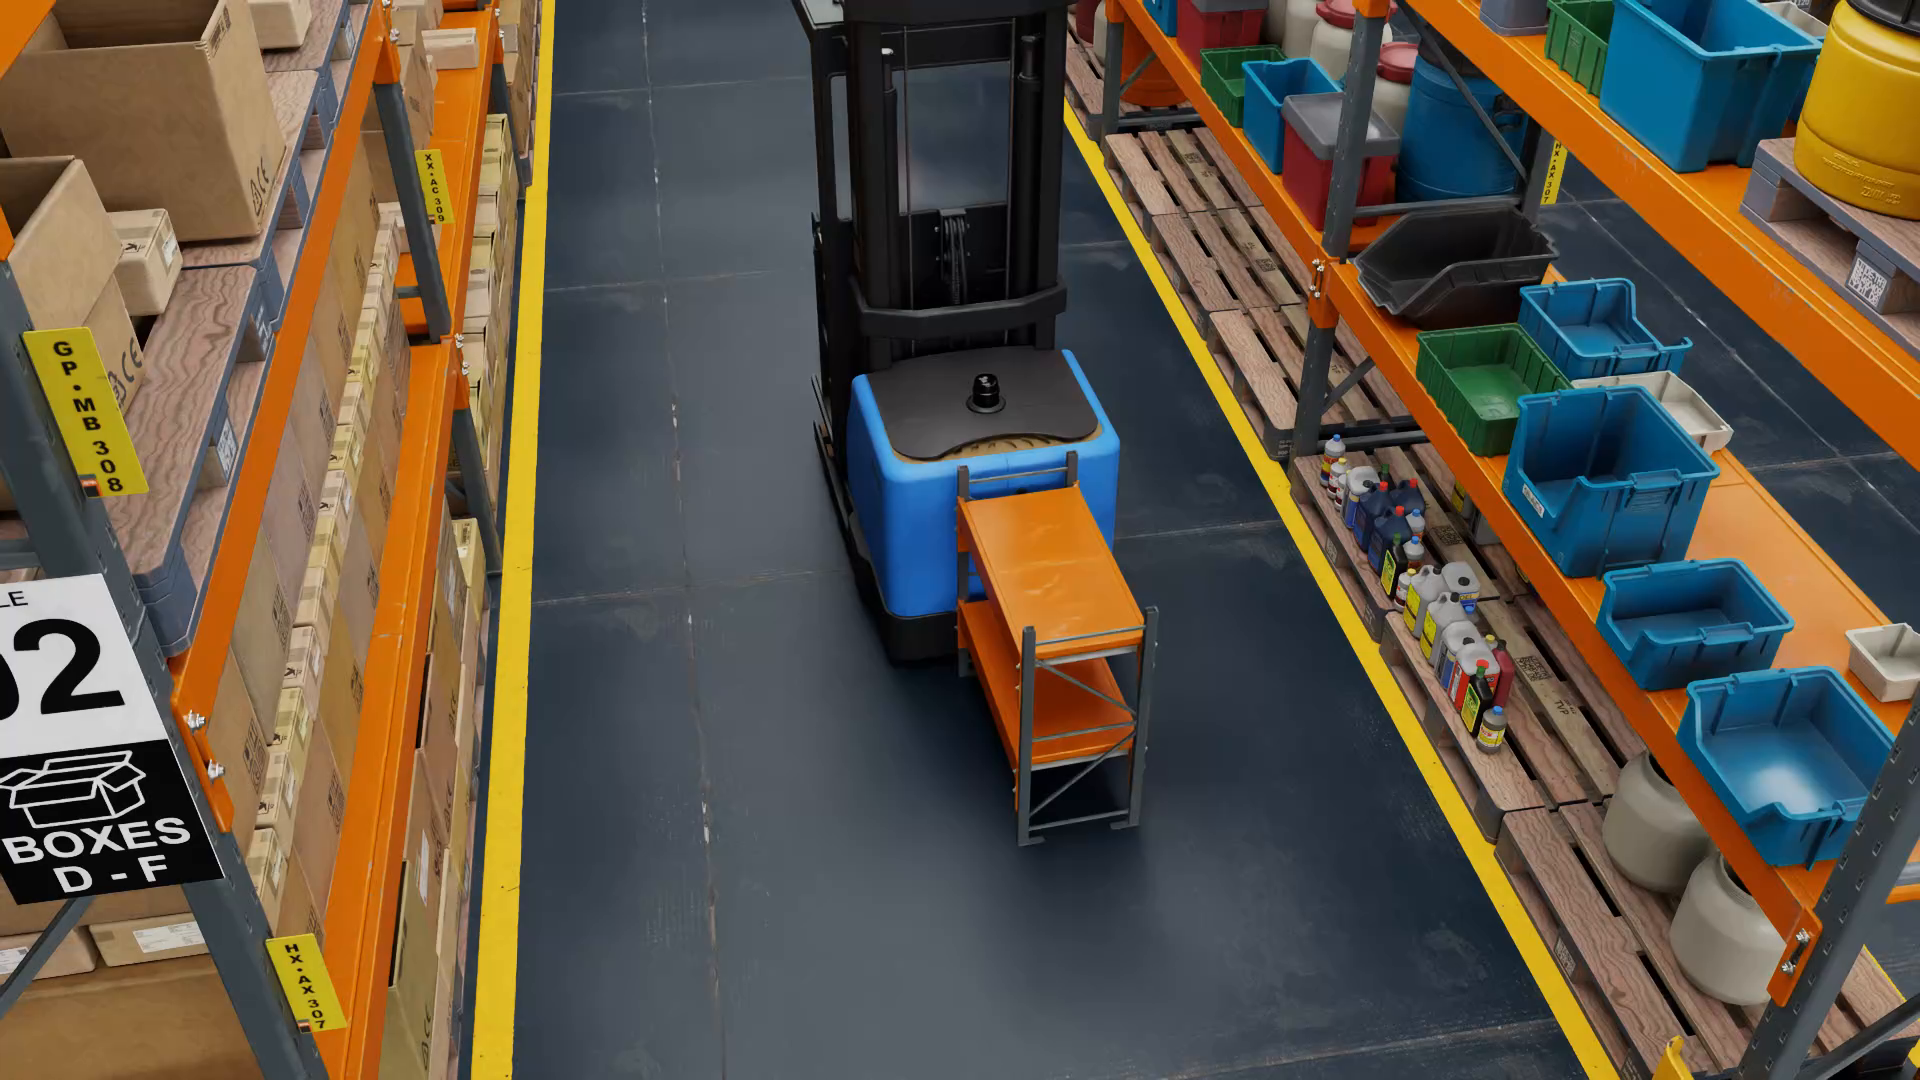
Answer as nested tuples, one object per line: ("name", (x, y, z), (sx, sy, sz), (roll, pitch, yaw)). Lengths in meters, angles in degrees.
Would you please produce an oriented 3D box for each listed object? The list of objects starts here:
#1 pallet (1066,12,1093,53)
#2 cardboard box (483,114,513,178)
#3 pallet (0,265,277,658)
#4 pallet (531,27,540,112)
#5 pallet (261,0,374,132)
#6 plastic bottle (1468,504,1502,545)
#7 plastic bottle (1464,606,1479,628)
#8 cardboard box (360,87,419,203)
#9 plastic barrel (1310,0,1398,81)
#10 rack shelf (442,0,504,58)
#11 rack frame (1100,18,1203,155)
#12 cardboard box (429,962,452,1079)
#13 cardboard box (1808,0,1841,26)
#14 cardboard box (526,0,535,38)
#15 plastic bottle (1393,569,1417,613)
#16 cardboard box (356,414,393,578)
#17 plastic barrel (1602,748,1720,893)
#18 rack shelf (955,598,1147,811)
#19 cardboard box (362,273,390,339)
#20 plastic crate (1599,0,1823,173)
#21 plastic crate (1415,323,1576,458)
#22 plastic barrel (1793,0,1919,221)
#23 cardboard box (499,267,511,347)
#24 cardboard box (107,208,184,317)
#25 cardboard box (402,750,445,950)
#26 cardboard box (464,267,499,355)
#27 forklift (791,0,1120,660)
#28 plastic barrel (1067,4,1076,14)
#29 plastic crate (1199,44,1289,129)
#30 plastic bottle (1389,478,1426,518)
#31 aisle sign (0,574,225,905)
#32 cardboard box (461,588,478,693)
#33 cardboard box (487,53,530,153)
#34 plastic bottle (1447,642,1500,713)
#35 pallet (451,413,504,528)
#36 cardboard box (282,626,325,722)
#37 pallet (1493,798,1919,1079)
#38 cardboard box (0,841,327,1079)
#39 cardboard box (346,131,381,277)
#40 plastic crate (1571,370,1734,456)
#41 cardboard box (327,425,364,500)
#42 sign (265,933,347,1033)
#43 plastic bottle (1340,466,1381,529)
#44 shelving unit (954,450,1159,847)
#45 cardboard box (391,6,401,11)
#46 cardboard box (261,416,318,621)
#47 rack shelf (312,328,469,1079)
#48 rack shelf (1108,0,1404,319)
("pallet", (1.097, -4.057, 13.201), (1.003, 0.211, 1.213), (-6, 38, -8))
("cardboard box", (-3.057, -2.433, 10.278), (0.500, 0.311, 0.500), (-5, 38, -7))
("pallet", (-2.087, -0.169, 3.549), (1.003, 0.211, 1.213), (-6, 38, -8))
("pallet", (-3.695, -3.510, 12.496), (1.003, 0.211, 1.213), (-6, 38, -8))
("pallet", (-2.515, -1.642, 5.446), (1.003, 0.211, 1.213), (-6, 38, -8))
("plastic bottle", (2.477, -0.129, 7.732), (0.152, 0.276, 0.135), (-6, 38, -8))
("plastic bottle", (2.172, 0.372, 7.149), (0.097, 0.201, 0.097), (0, 38, 0))
("cardboard box", (-2.900, -1.828, 7.977), (0.500, 0.500, 0.500), (-4, 38, -5))
("plastic barrel", (2.107, -2.634, 8.984), (0.433, 0.535, 0.433), (0, 38, 0))
("rack shelf", (-3.741, -4.345, 11.884), (1.077, 0.370, 4.000), (-6, 38, -8))
("rack frame", (1.486, -3.952, 10.791), (1.000, 3.000, 0.127), (-6, 38, -8))
("cardboard box", (-1.955, 1.682, 5.439), (0.500, 0.250, 0.500), (-6, 38, -8))
("cardboard box", (6.262, -4.230, 12.539), (1.225, 0.875, 0.875), (-8, 39, -10))
("cardboard box", (-3.558, -4.154, 12.731), (0.500, 0.500, 0.500), (-6, 38, -7))
("plastic bottle", (1.980, 0.215, 7.350), (0.097, 0.201, 0.097), (0, 38, 0))
("cardboard box", (-2.423, -0.156, 5.824), (0.700, 0.500, 0.500), (-6, 38, -7))
("plastic barrel", (2.611, 1.005, 6.097), (0.421, 0.512, 0.421), (0, 38, 0))
("rack shelf", (0.352, 0.617, 6.838), (0.538, 0.278, 1.000), (-8, 39, -10))
("cardboard box", (-2.341, -0.852, 6.191), (0.380, 0.149, 0.250), (-7, 38, -9))
("plastic crate", (2.258, -1.417, 5.097), (0.392, 0.384, 0.575), (-6, 38, -8))
("plastic crate", (2.148, -0.602, 6.652), (0.450, 0.188, 0.662), (-6, 38, -8))
("plastic barrel", (2.564, -1.219, 4.334), (0.600, 0.588, 0.600), (0, 38, 0))
("cardboard box", (-2.786, -1.284, 9.257), (0.500, 0.250, 0.500), (-6, 38, -7))
("cardboard box", (-2.021, -0.625, 3.813), (0.380, 0.149, 0.250), (-6, 38, -8))
("cardboard box", (-2.053, 1.085, 5.597), (0.500, 0.500, 0.500), (-6, 38, -8))
("cardboard box", (-2.691, -1.198, 8.689), (0.500, 0.311, 0.500), (-7, 38, -9))
("forklift", (-0.143, -1.534, 7.735), (1.130, 2.935, 3.031), (-8, 39, -10))
("plastic barrel", (0.999, -4.442, 13.108), (0.421, 0.512, 0.421), (0, 38, 0))
("plastic crate", (1.605, -2.473, 9.061), (0.450, 0.188, 0.662), (-6, 38, -8))
("plastic bottle", (2.063, -0.147, 7.694), (0.144, 0.351, 0.185), (-6, 38, -8))
("aisle sign", (-1.675, 0.391, 3.083), (0.394, 0.787, 0.004), (-6, 38, -8))
("cardboard box", (-2.315, 0.475, 6.993), (0.500, 0.250, 0.500), (-6, 38, -8))
("cardboard box", (-3.189, -2.913, 11.134), (0.500, 0.500, 0.500), (-5, 38, -6))
("plastic bottle", (2.118, 0.565, 6.839), (0.152, 0.276, 0.135), (-6, 38, -8))
("pallet", (-2.857, -0.345, 8.422), (1.003, 0.211, 1.213), (-6, 38, -8))
("cardboard box", (-1.978, 0.392, 4.590), (0.380, 0.149, 0.250), (-7, 38, -9))
("pallet", (2.692, 1.450, 6.112), (1.003, 0.211, 1.213), (-6, 38, -8))
("cardboard box", (-2.058, 1.088, 4.223), (0.700, 0.500, 0.500), (-6, 38, -8))
("cardboard box", (-2.606, -1.290, 6.226), (0.700, 0.500, 0.500), (-6, 38, -8))
("plastic crate", (2.722, -0.478, 6.535), (0.530, 0.136, 0.437), (-6, 38, -8))
("cardboard box", (-2.160, -0.232, 5.394), (0.380, 0.149, 0.250), (-5, 38, -6))
("sign", (-1.441, 0.982, 3.671), (0.100, 0.325, 0.005), (-6, 38, -8))
("plastic bottle", (1.896, -0.202, 7.826), (0.152, 0.276, 0.135), (-5, 38, -6))
("shelving unit", (0.352, 0.424, 6.688), (0.538, 1.125, 1.048), (-8, 39, -10))
("cardboard box", (-3.425, -2.825, 9.414), (0.500, 0.311, 0.500), (-7, 38, -8))
("cardboard box", (-2.254, -0.078, 4.666), (0.700, 0.500, 0.500), (-6, 38, -8))
("rack shelf", (-2.339, 0.487, 5.664), (1.077, 0.370, 4.000), (-6, 38, -8))
("rack shelf", (1.837, -2.459, 9.457), (1.077, 0.370, 4.000), (-6, 38, -8))
